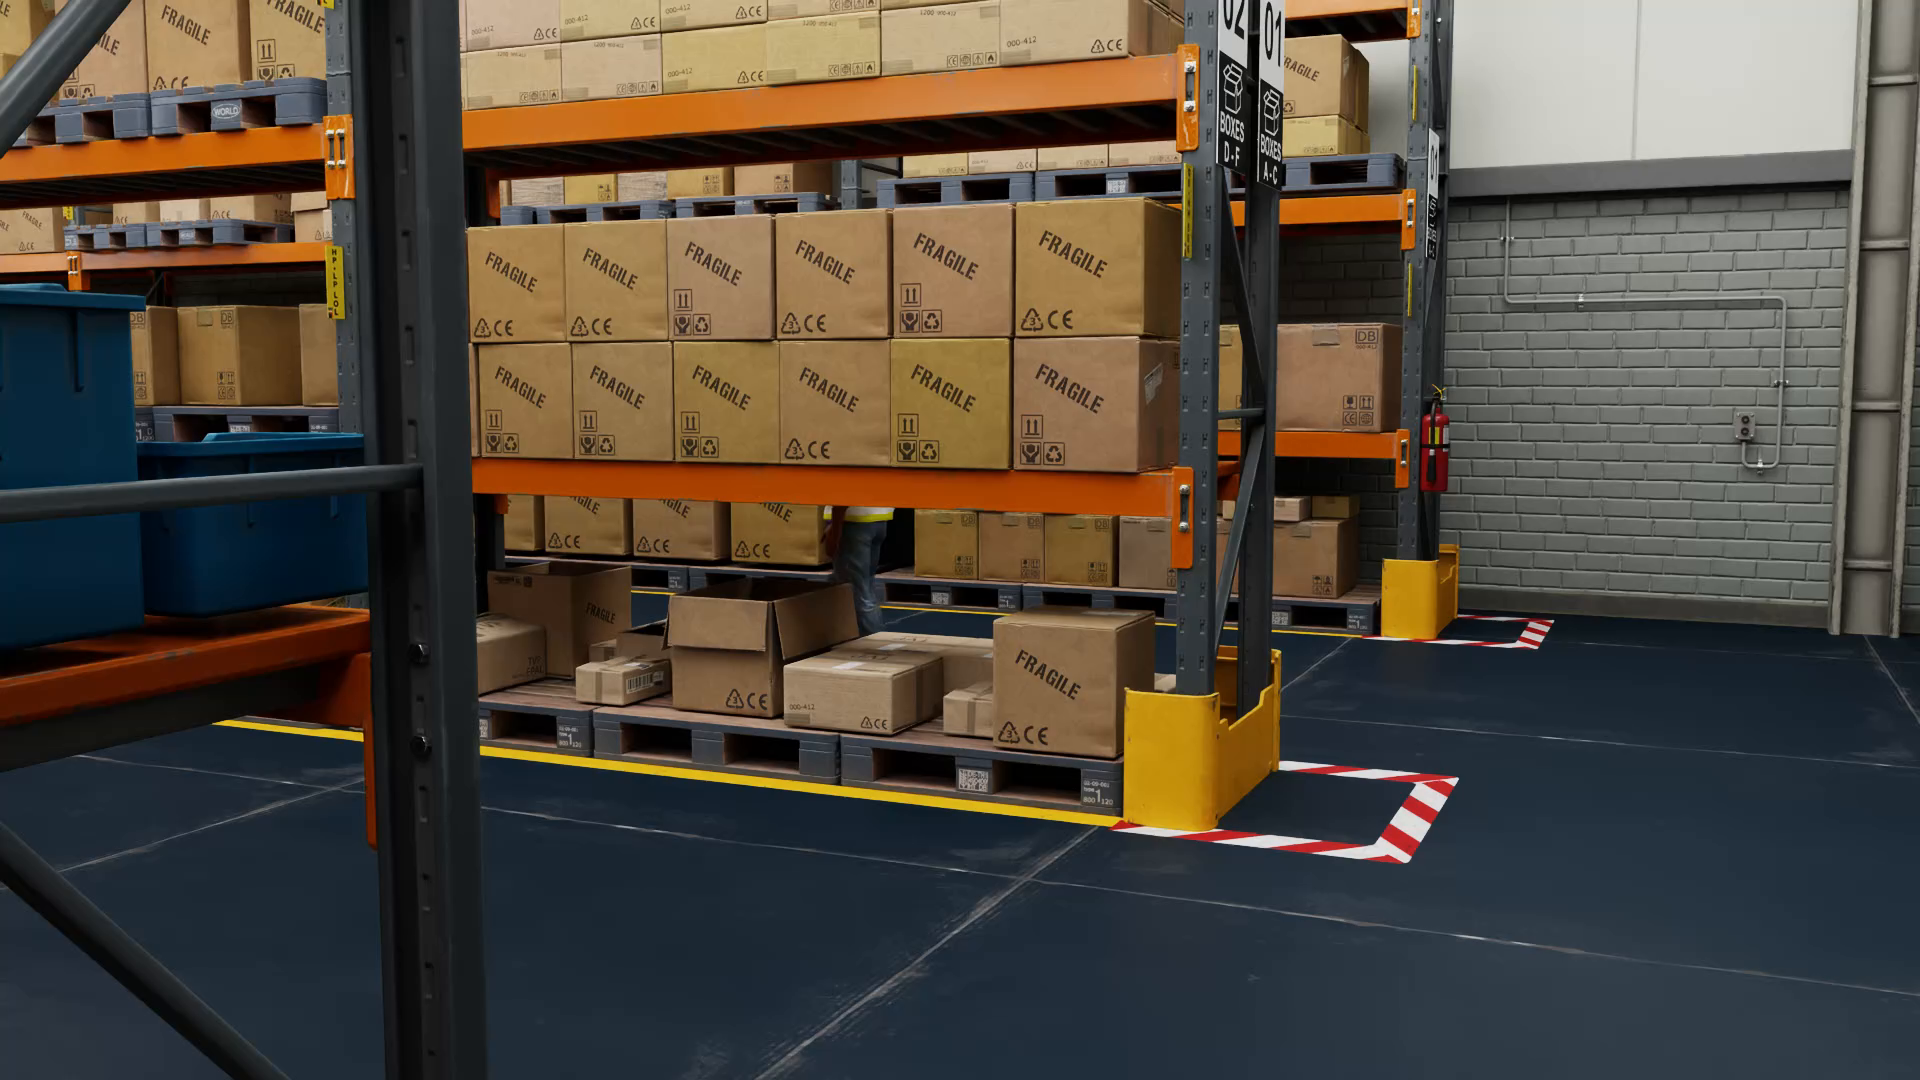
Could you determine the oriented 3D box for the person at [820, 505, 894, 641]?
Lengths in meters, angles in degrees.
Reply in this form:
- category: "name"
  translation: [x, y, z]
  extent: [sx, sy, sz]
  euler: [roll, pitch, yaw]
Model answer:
- category: "person"
  translation: [-0.568, -0.091, 8.910]
  extent: [0.417, 1.768, 0.561]
  euler: [3, 6, 25]
